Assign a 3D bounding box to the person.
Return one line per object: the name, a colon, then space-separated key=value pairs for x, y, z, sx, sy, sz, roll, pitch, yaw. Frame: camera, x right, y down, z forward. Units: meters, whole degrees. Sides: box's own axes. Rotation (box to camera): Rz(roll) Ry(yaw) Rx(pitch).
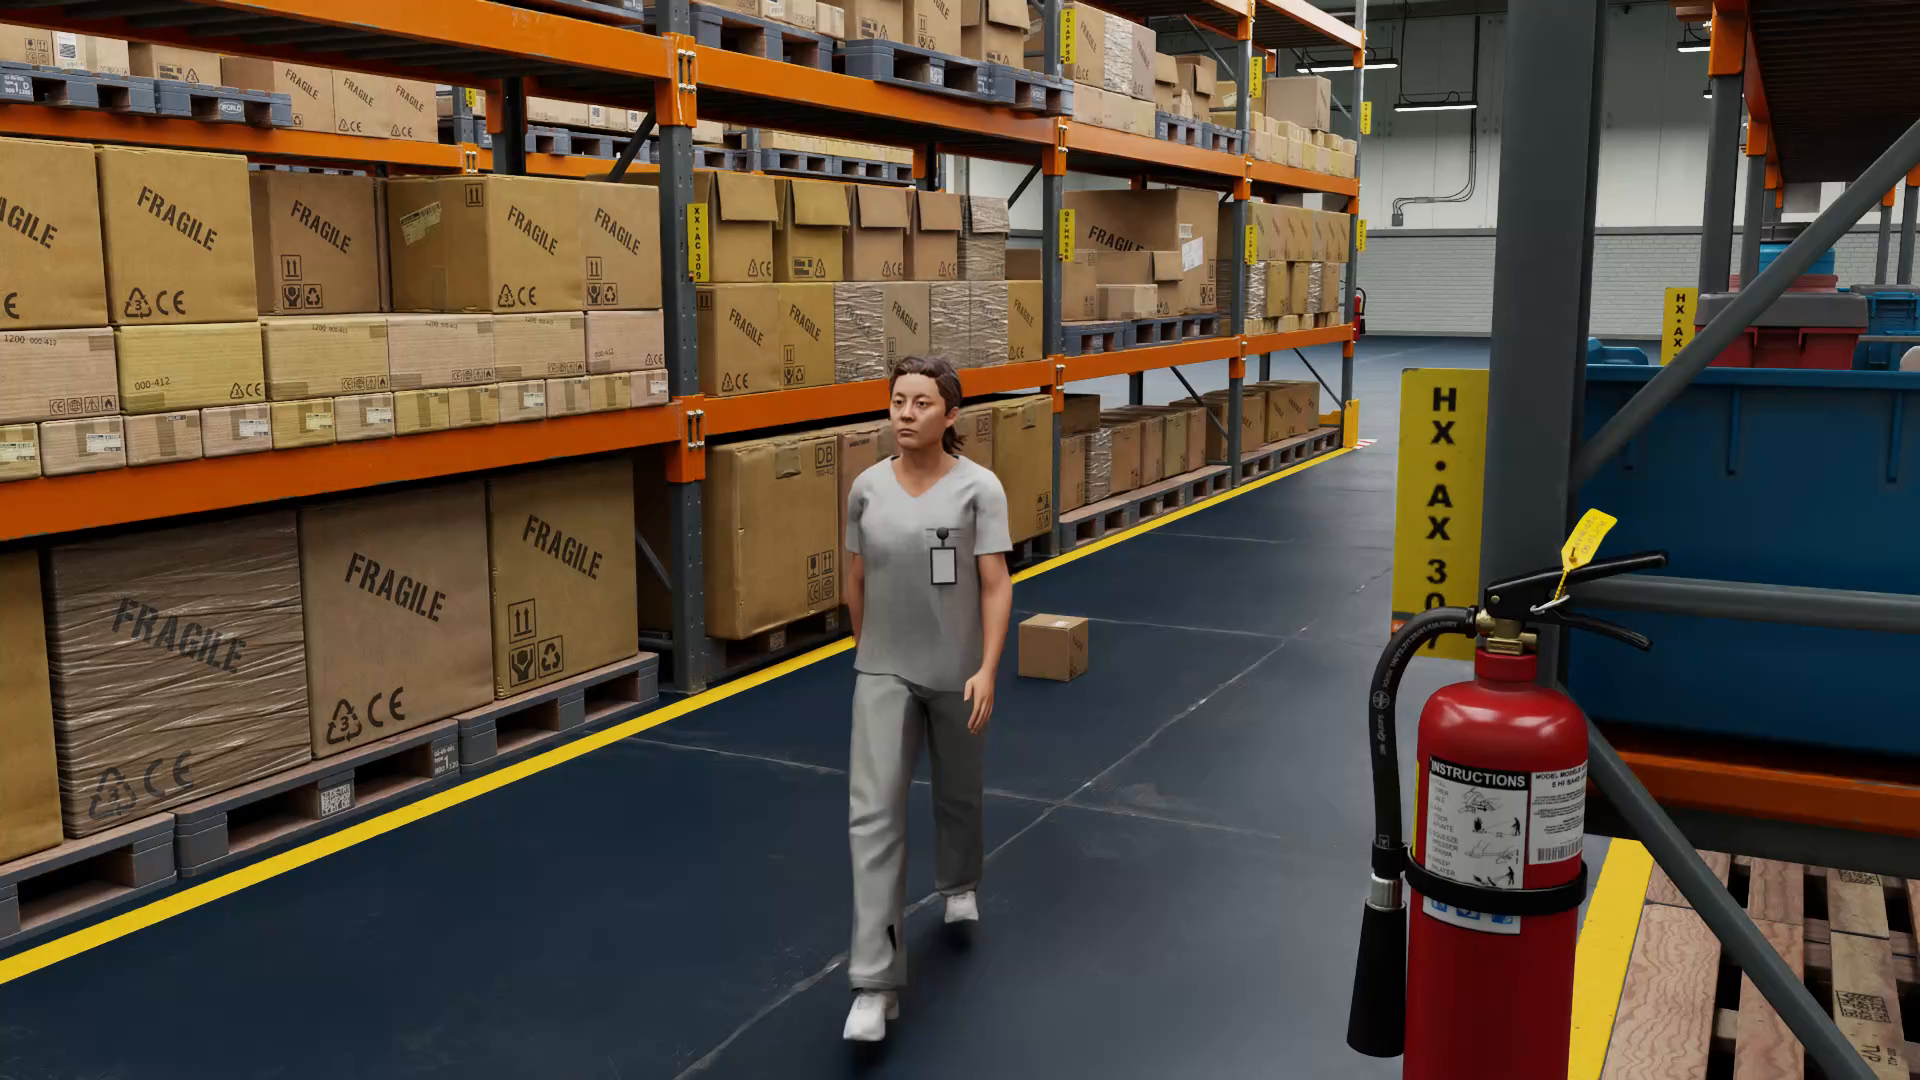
person: x=-0.091 y=0.343 z=4.230 sx=0.451 sy=1.607 sz=1.048 roll=1 pitch=9 yaw=6
